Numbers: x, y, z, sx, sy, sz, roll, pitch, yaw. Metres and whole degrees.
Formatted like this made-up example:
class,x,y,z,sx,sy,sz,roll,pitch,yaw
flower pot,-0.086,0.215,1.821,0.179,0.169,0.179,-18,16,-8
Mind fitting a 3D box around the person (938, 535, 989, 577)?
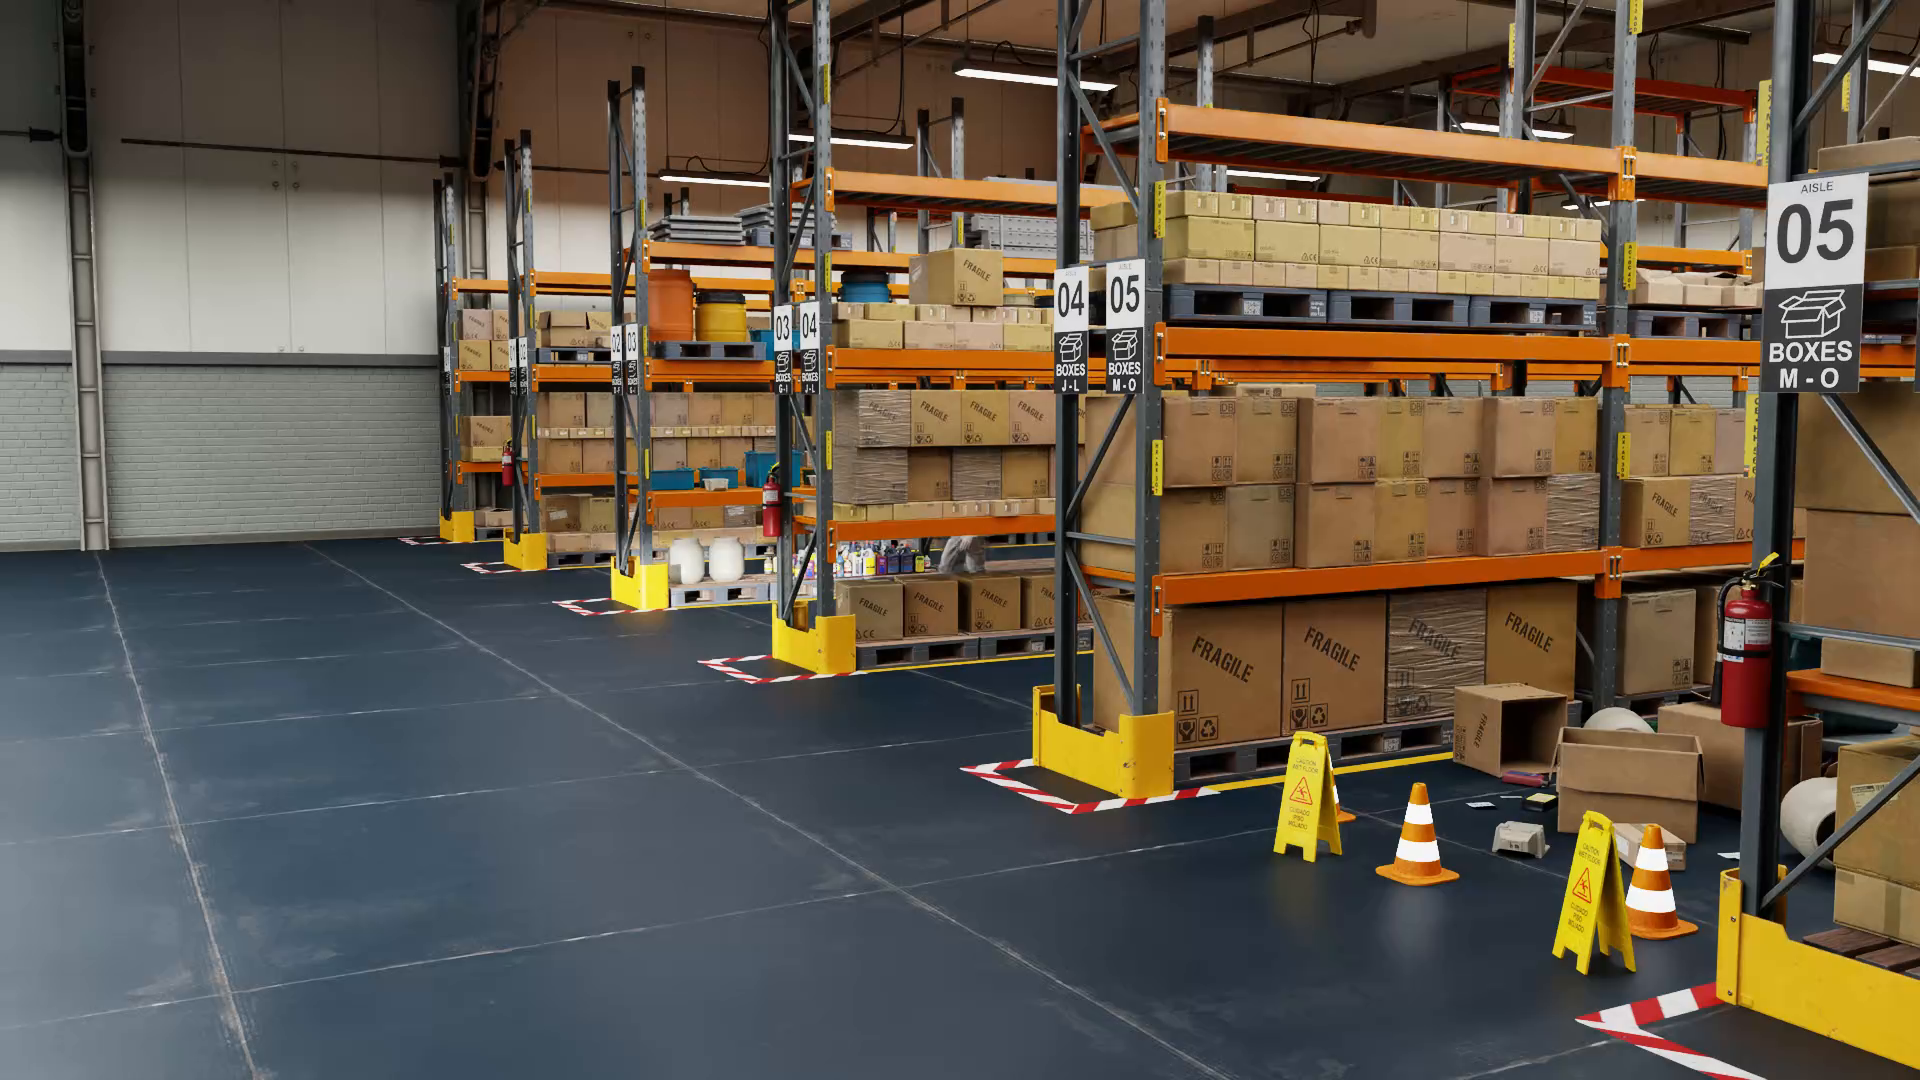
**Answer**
class,x,y,z,sx,sy,sz,roll,pitch,yaw
person,0.081,0.006,17.446,0.526,1.842,0.564,-3,6,-35
